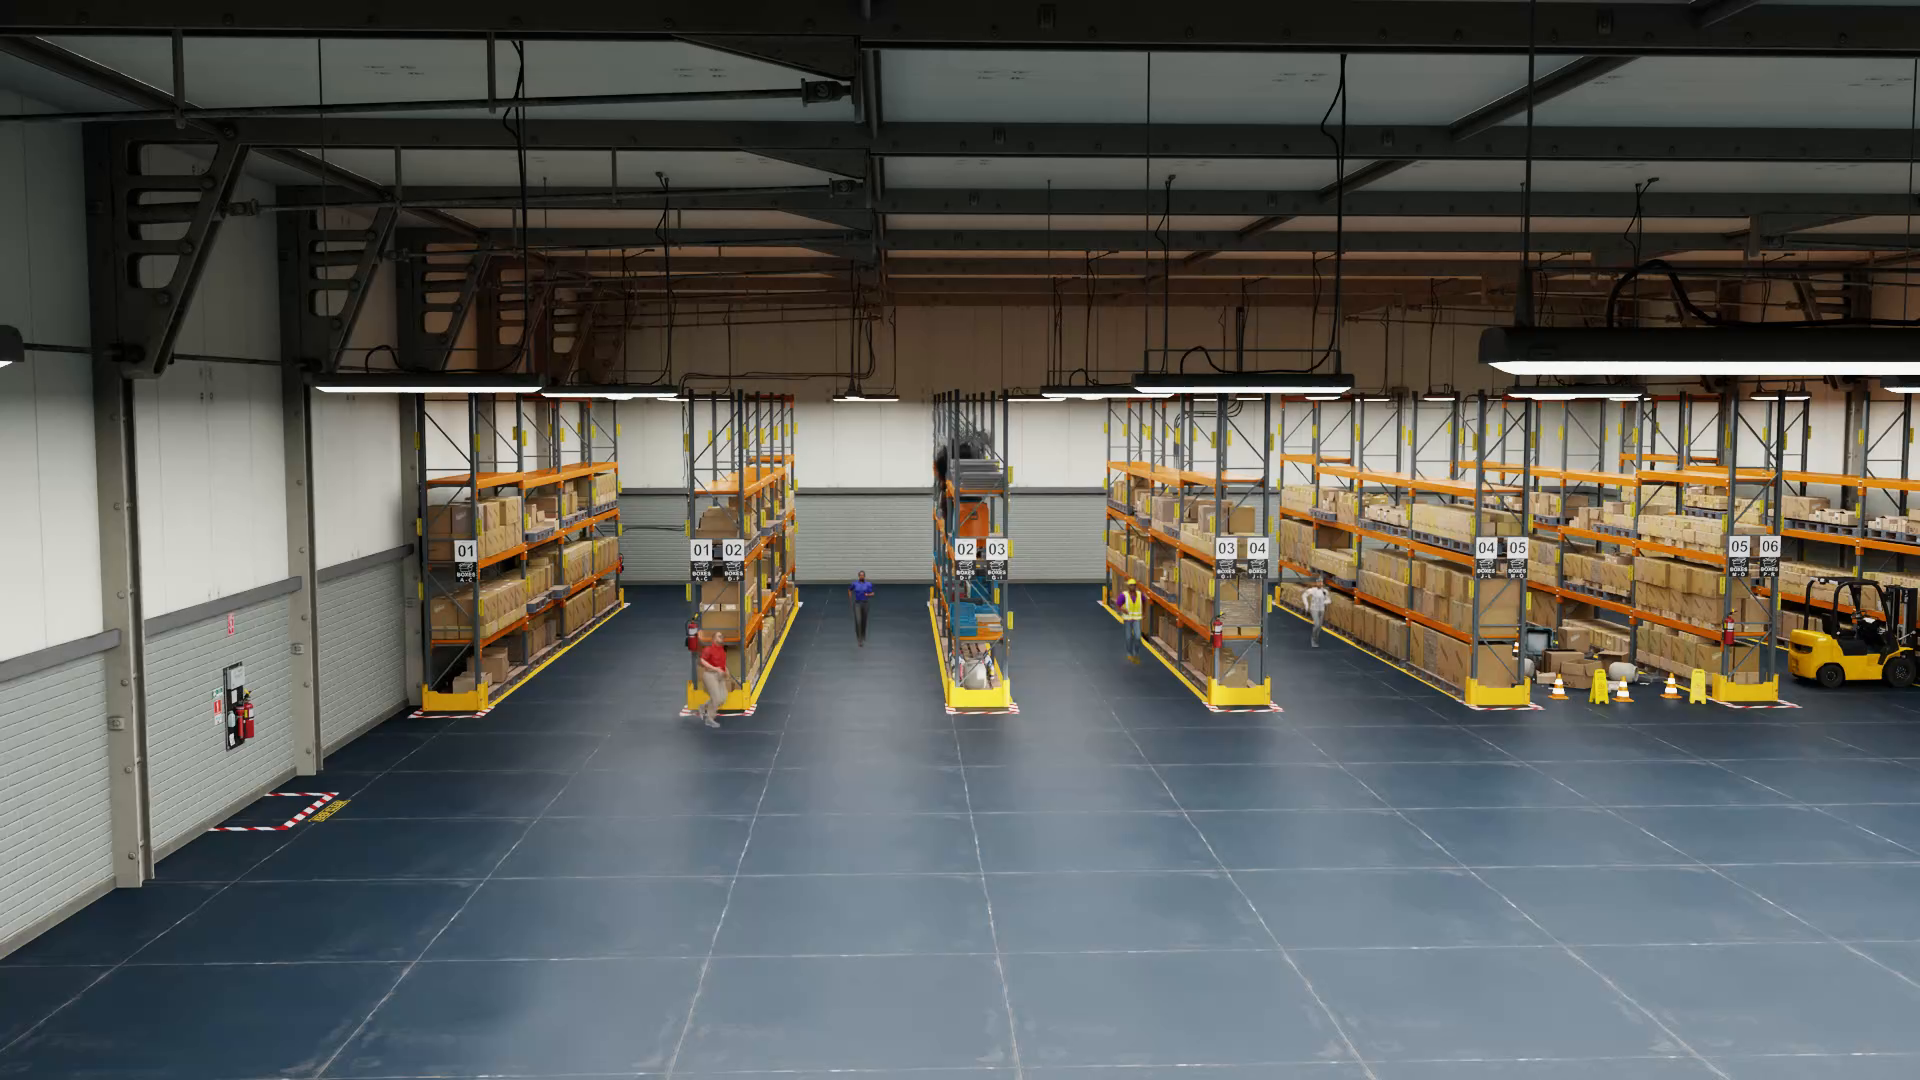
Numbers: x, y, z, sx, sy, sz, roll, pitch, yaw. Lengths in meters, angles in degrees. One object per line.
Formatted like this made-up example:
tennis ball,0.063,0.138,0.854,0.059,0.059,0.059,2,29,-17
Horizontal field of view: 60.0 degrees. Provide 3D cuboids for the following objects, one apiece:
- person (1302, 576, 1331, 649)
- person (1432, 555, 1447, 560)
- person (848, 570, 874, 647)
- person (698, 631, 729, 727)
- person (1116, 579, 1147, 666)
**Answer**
person,8.411,1.694,39.060,0.591,1.707,0.647,-1,5,-10
person,14.178,0.798,49.377,0.905,1.748,0.760,2,5,20
person,-2.246,1.536,37.950,0.562,1.691,0.849,-1,5,-11
person,-4.401,2.472,29.761,0.650,1.676,0.713,2,5,28
person,3.619,1.726,35.002,0.684,1.828,0.694,0,5,-2
